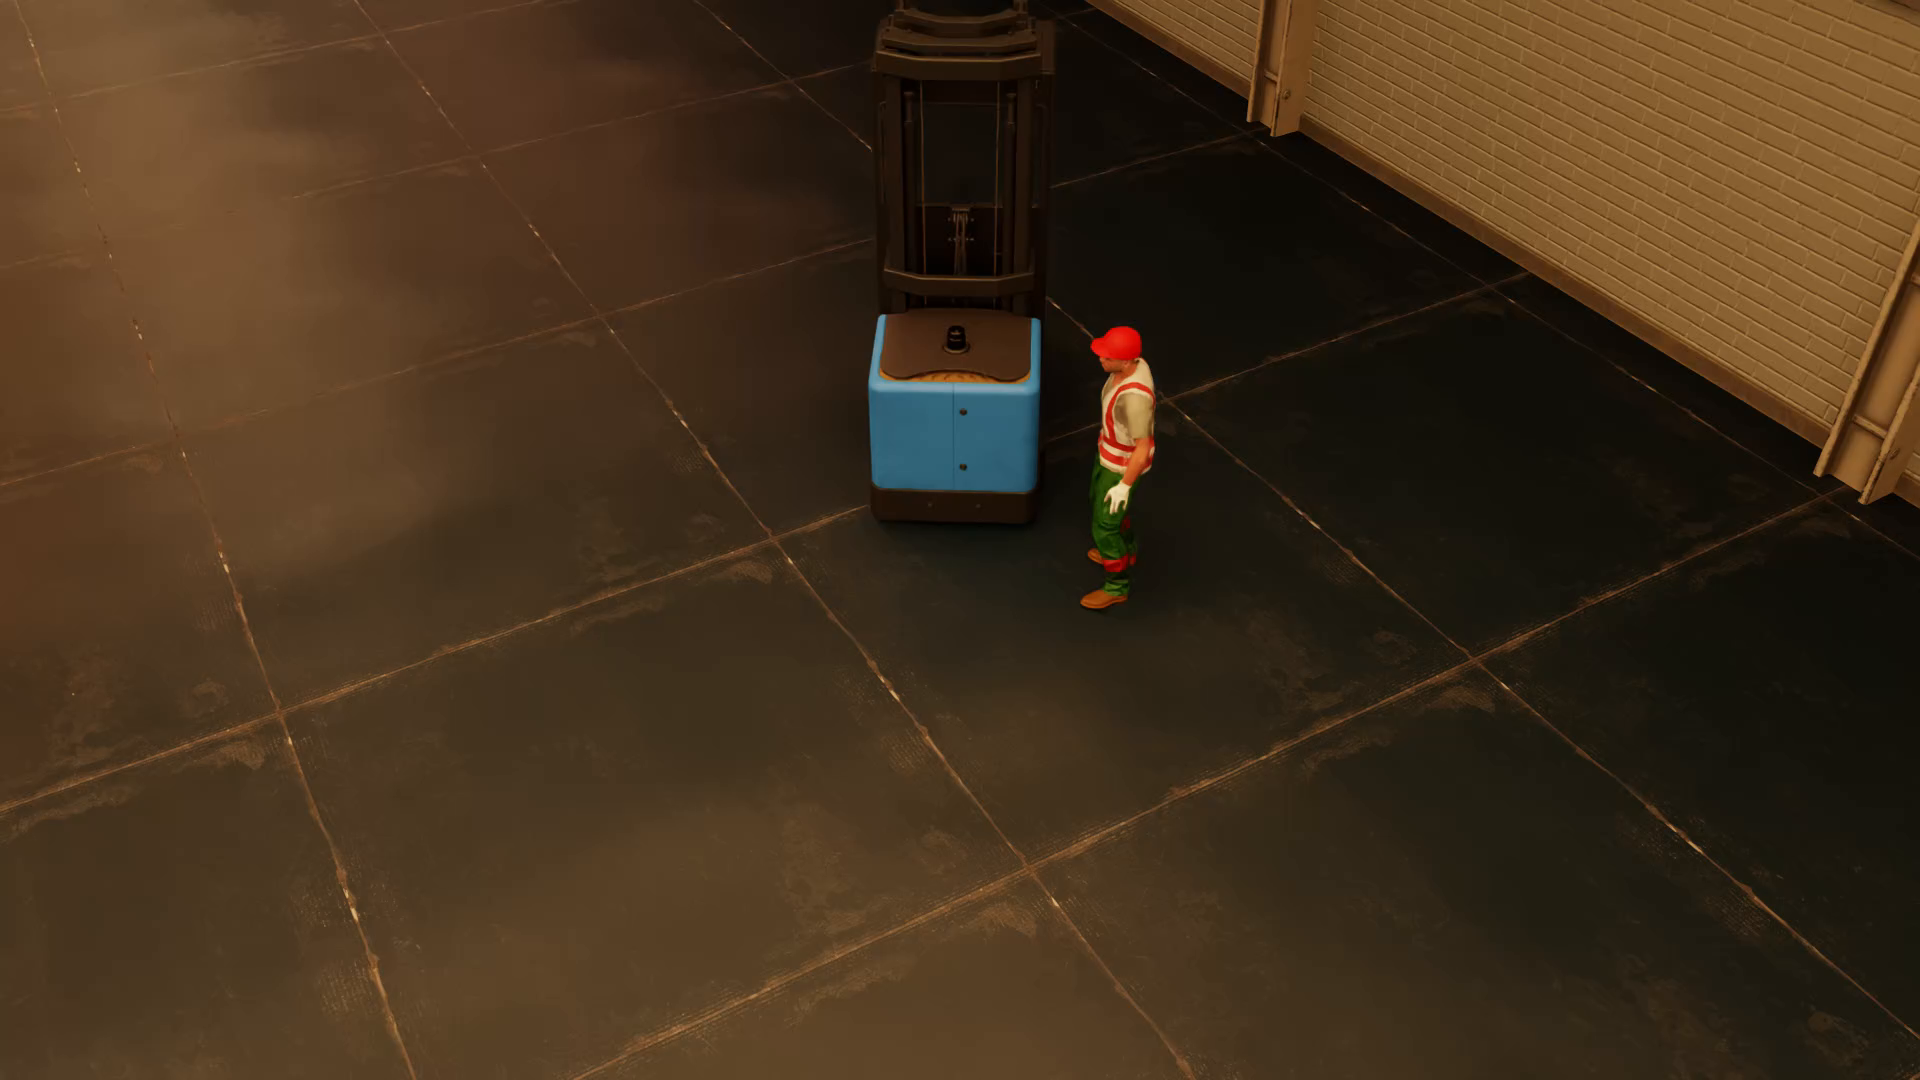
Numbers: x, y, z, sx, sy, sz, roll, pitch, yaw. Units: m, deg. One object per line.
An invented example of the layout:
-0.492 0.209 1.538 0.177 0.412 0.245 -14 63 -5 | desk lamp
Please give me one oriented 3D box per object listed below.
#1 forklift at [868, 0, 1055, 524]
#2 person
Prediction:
0.026 -2.150 10.628 1.130 2.935 3.031 2 40 2 | forklift
0.905 -0.472 9.537 0.398 1.750 0.815 -1 40 -1 | person
